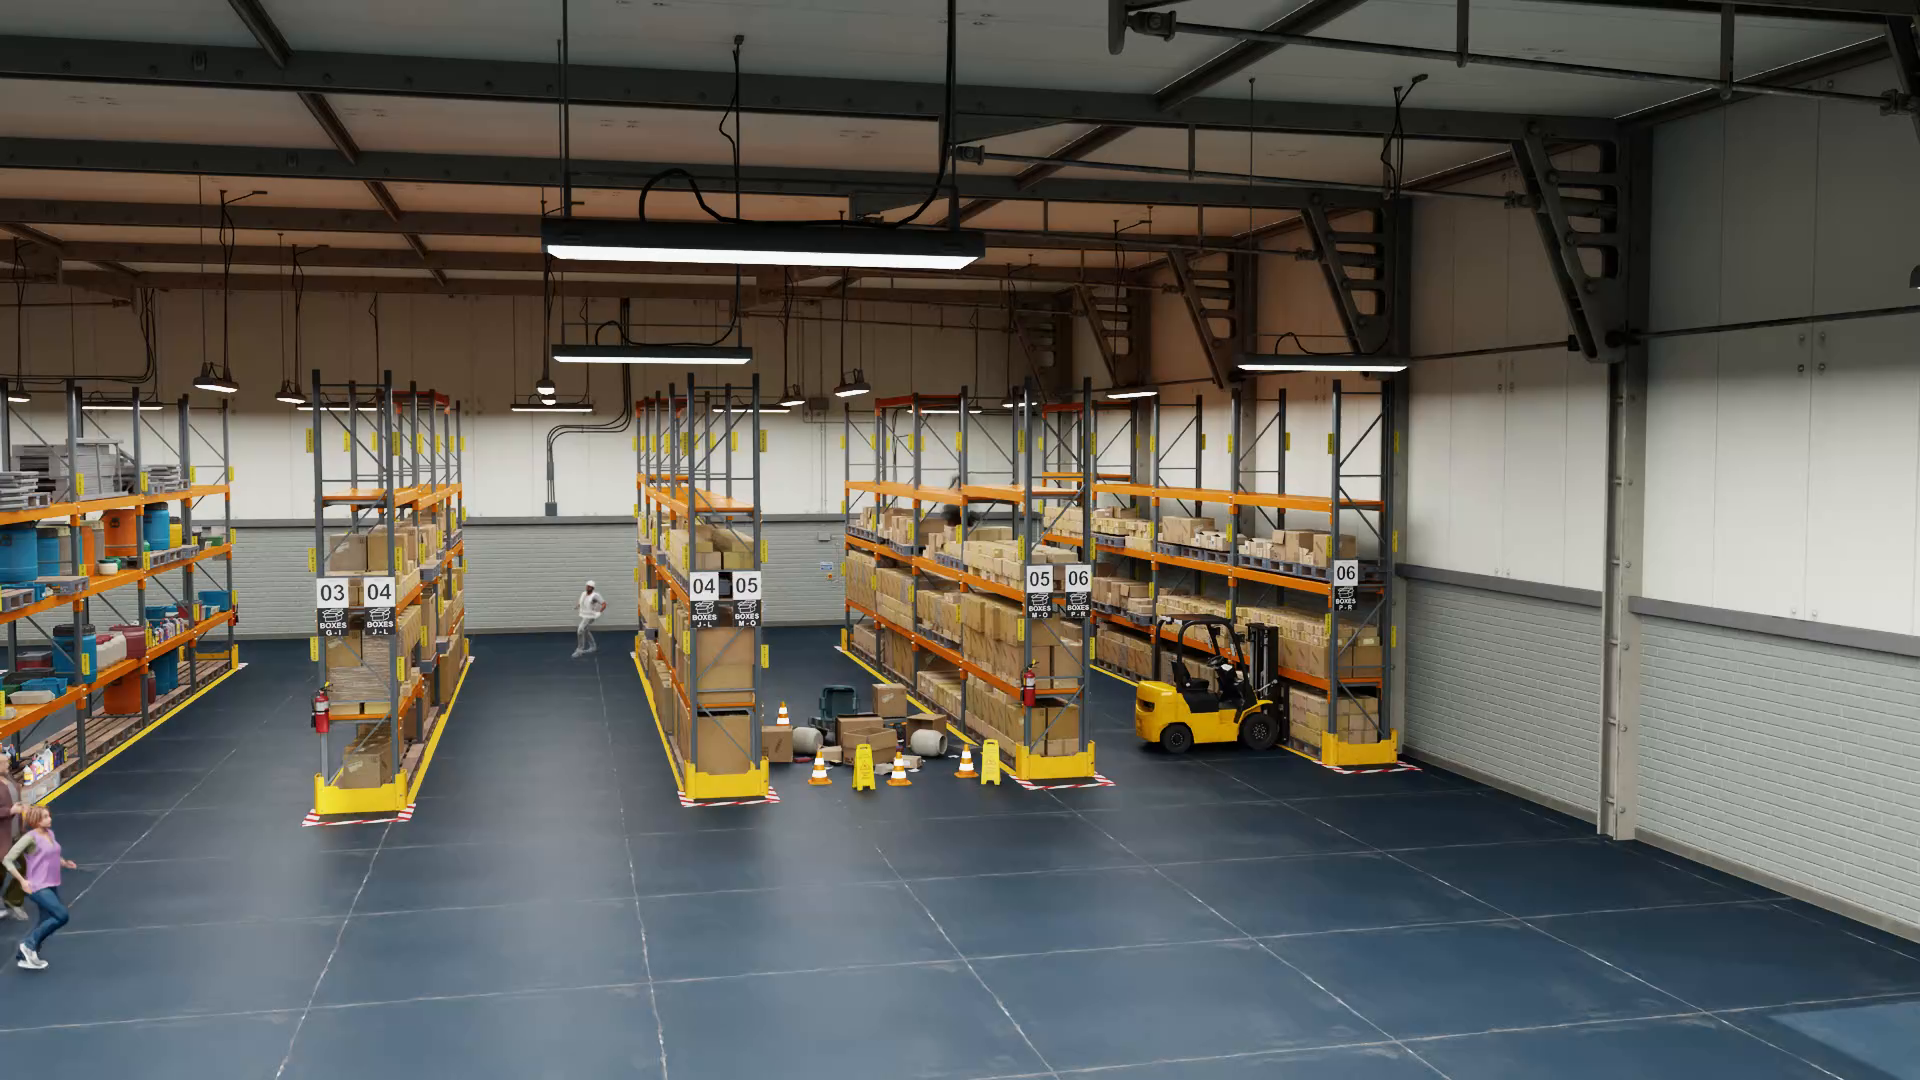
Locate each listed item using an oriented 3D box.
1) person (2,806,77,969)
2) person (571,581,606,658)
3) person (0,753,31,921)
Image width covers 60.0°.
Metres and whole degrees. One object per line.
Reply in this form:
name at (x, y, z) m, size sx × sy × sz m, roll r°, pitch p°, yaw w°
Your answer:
person at (-8.670, 3.297, 15.751) m, size 0.596 × 1.562 × 0.515 m, roll 0°, pitch 3°, yaw -1°
person at (-8.789, 1.855, 39.196) m, size 0.747 × 1.798 × 0.791 m, roll 3°, pitch 4°, yaw 42°
person at (-9.961, 3.121, 17.371) m, size 0.754 × 1.814 × 0.688 m, roll 1°, pitch 3°, yaw 11°
